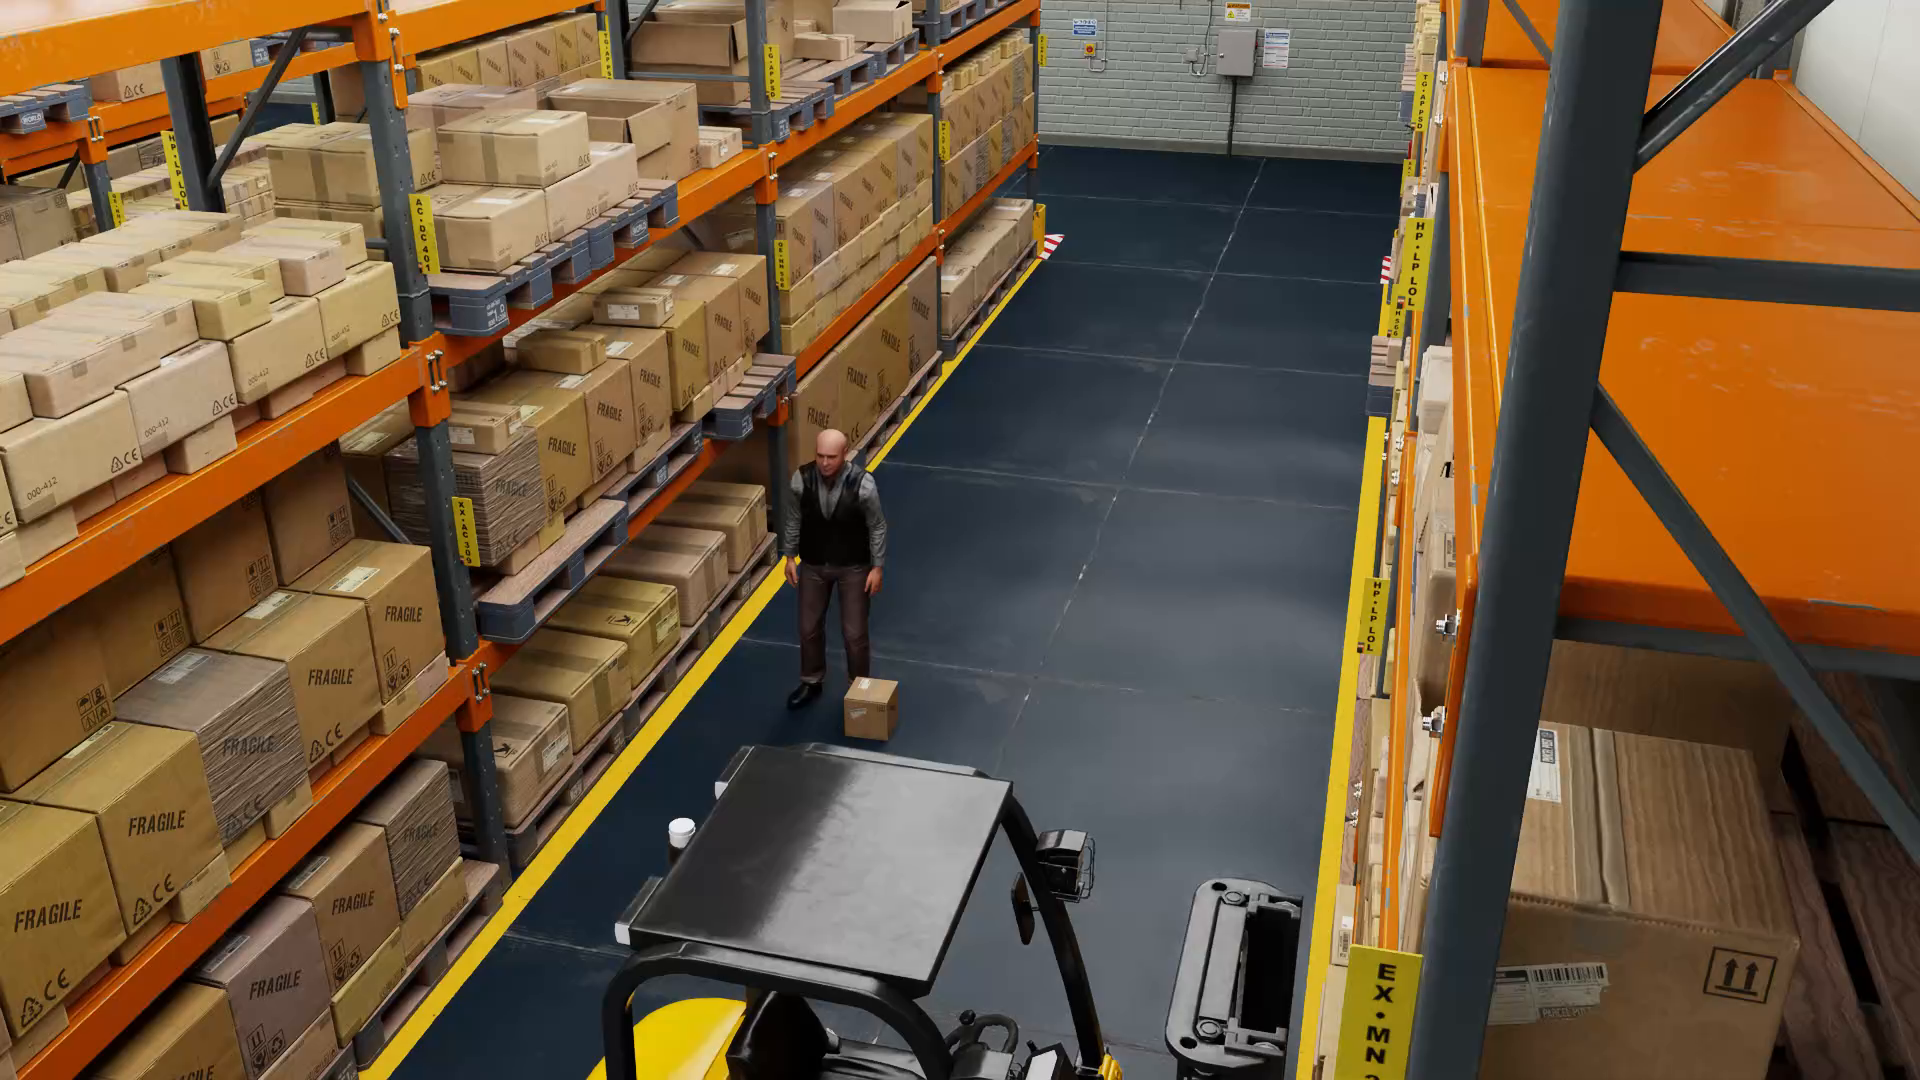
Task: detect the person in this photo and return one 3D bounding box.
[{"bbox_3d":[-0.700,0.149,9.422,0.587,1.721,0.412,6,26,12],"label":"person"}]
